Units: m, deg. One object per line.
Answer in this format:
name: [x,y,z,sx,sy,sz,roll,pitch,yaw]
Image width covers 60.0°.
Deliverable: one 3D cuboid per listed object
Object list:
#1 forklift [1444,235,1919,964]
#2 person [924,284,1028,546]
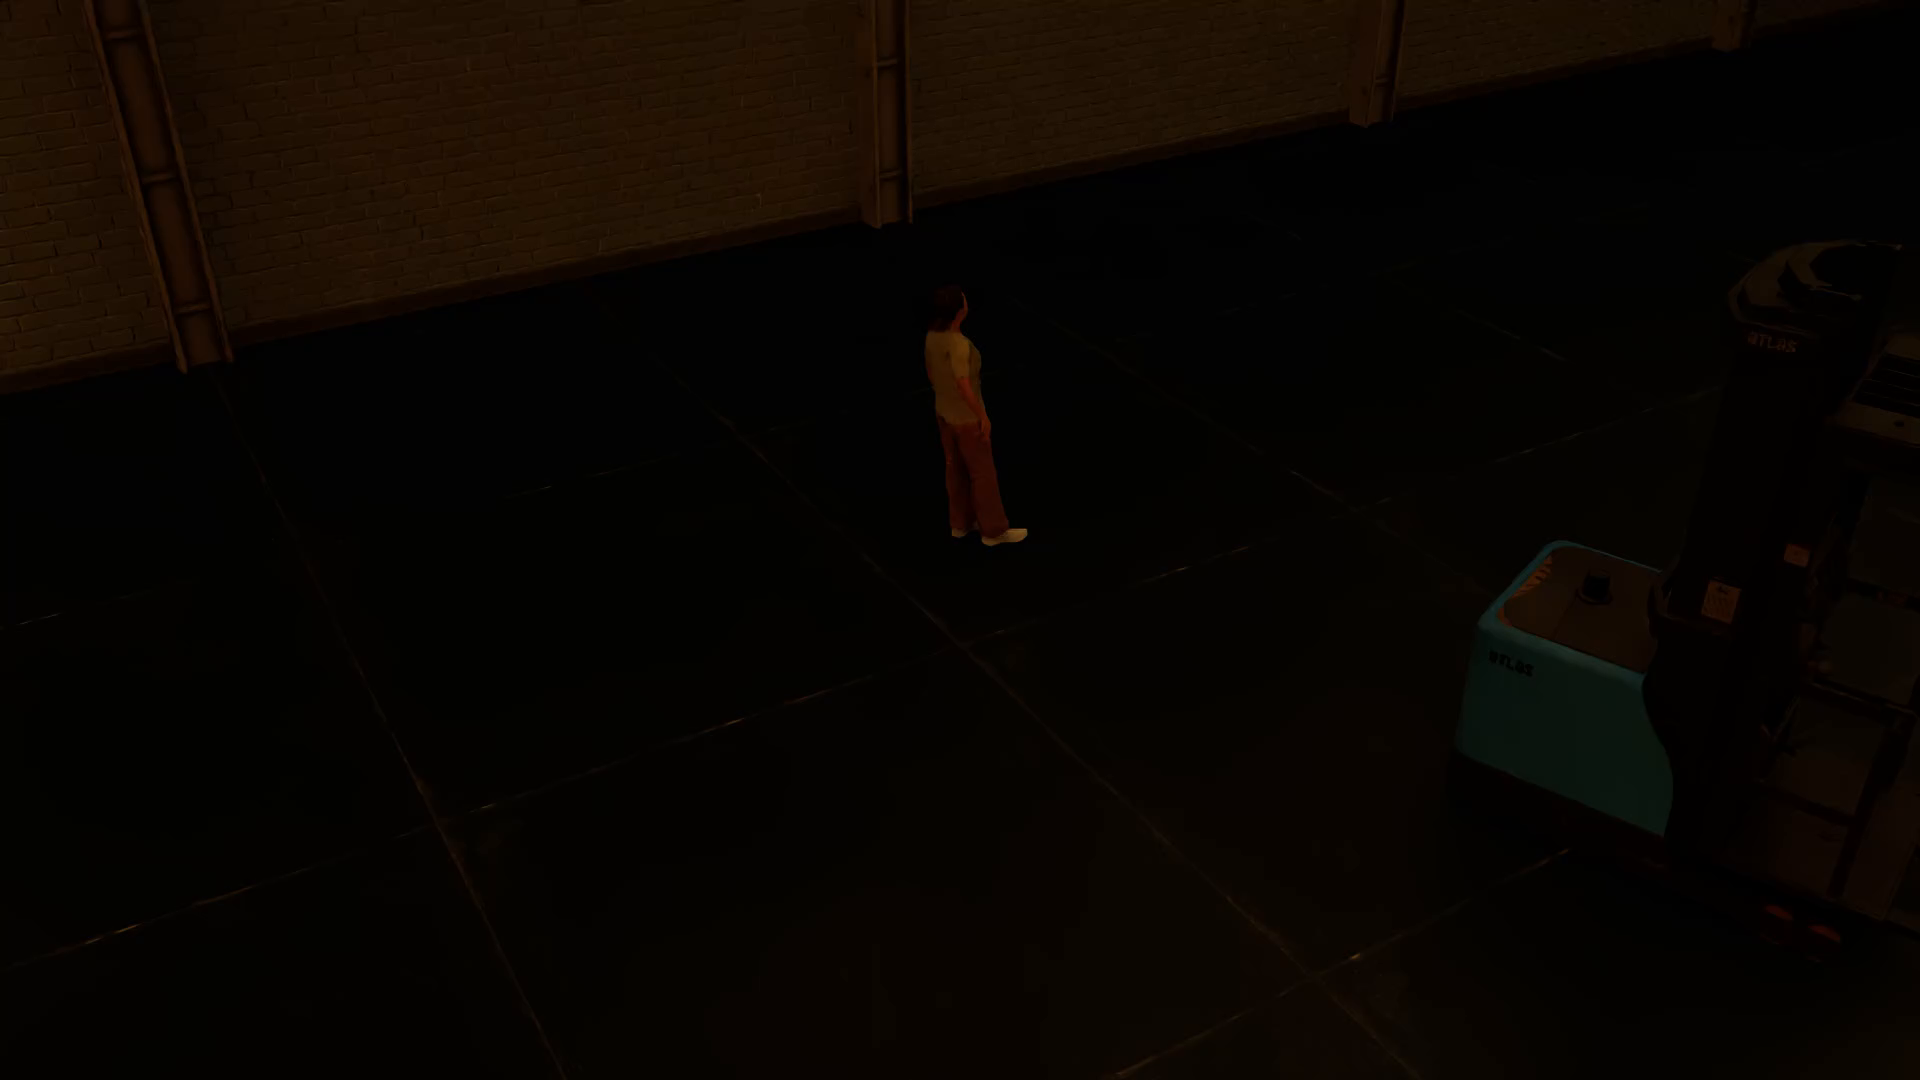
forklift: [3.896,0.305,7.138,3.031,2.935,1.130,22,37,32]
person: [0.068,-0.773,10.070,0.549,1.673,0.554,-17,35,-26]
